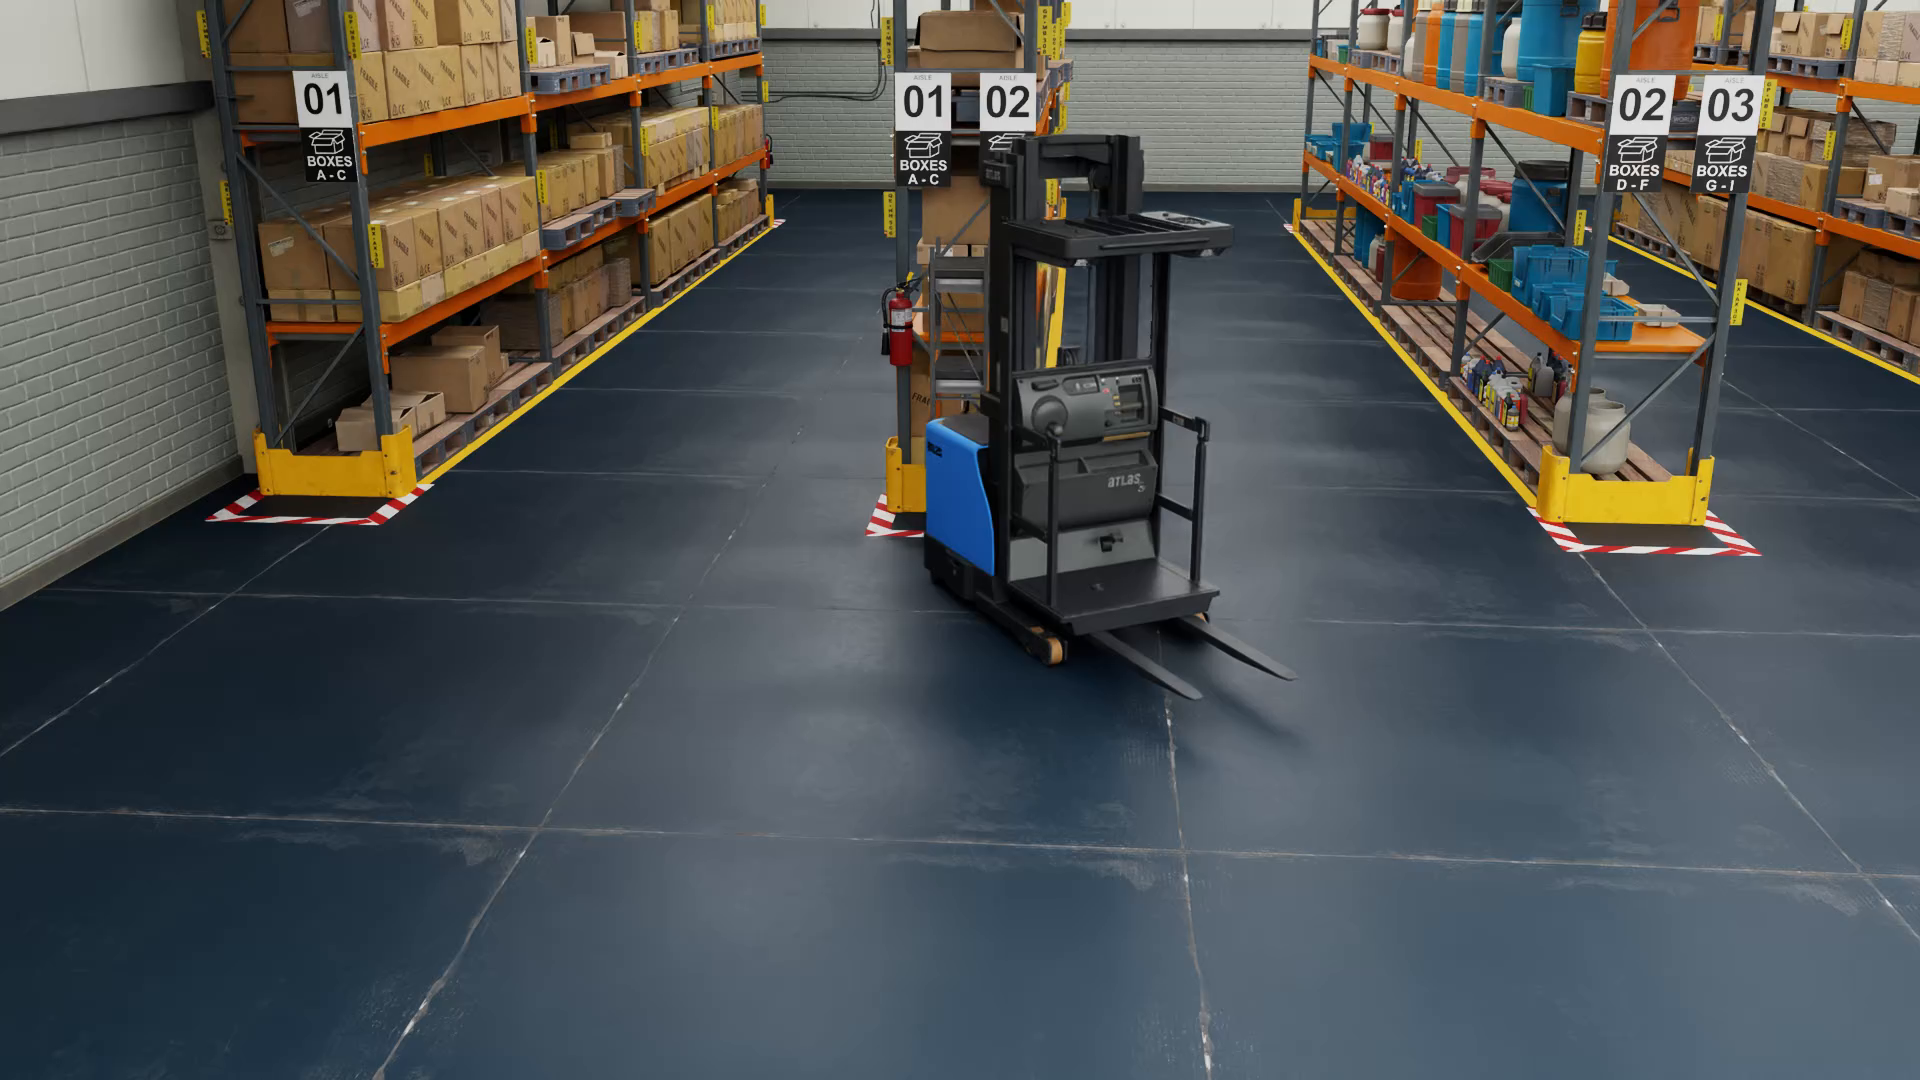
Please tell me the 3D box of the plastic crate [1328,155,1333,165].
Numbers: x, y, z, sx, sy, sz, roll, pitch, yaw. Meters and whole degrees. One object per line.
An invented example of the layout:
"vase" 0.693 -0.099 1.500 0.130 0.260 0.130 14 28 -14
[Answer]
"plastic crate" 5.650 -5.552 24.394 0.437 0.125 0.590 1 18 4

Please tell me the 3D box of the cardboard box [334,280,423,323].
"cardboard box" -4.553 -1.877 13.044 0.500 0.250 0.500 1 18 2

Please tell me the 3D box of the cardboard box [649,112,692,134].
"cardboard box" -3.905 -5.608 22.347 0.500 0.250 0.500 2 18 5

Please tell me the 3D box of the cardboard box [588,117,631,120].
"cardboard box" -4.476 -5.301 21.408 0.500 0.250 0.500 1 18 3

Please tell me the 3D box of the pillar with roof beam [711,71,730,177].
"pillar with roof beam" -0.133 -10.376 29.139 9.100 9.000 0.400 1 18 4

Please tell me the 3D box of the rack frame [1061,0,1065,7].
"rack frame" 1.184 -9.505 26.480 1.000 3.000 0.127 1 18 4

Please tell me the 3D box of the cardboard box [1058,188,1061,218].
"cardboard box" 1.391 -5.501 27.203 0.500 0.500 0.500 1 18 4

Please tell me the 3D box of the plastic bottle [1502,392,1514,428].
"plastic bottle" 4.662 -1.109 14.145 0.061 0.283 0.133 2 18 5

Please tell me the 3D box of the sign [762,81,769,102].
"sign" -3.217 -7.410 27.481 0.100 0.325 0.005 1 18 4

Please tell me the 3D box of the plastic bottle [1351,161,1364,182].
"plastic bottle" 5.398 -4.993 22.541 0.152 0.276 0.135 1 18 4

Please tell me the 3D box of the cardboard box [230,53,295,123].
"cardboard box" -5.127 -3.412 12.510 0.500 0.500 0.500 3 18 8

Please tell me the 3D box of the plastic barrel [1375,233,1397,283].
"plastic barrel" 5.650 -3.615 21.336 0.600 0.588 0.708 1 18 4

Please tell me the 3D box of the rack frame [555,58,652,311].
"rack frame" -4.331 -4.279 20.165 1.000 3.000 0.127 1 18 4

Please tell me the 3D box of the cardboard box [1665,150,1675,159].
"cardboard box" 10.619 -5.722 24.332 0.500 0.250 0.500 2 18 5

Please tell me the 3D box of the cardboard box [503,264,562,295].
"cardboard box" -4.553 -2.780 17.694 0.500 0.250 0.500 1 18 3

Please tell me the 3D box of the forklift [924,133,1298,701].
"forklift" 0.856 -0.817 9.709 1.130 2.935 3.031 -9 20 -25

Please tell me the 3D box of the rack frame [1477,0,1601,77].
"rack frame" 5.264 -5.667 14.765 1.000 3.000 0.127 1 18 4

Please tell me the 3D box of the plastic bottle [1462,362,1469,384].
"plastic bottle" 4.797 -1.574 15.698 0.097 0.201 0.097 0 18 0

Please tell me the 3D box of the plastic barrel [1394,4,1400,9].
"plastic barrel" 5.974 -6.727 21.841 0.600 0.588 0.600 0 18 0

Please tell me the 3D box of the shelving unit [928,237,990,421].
"shelving unit" 0.012 -1.049 11.753 0.431 2.100 0.503 1 18 4

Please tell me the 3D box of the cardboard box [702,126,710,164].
"cardboard box" -3.826 -5.571 23.437 0.500 0.500 0.500 1 18 3

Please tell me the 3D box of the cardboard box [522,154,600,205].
"cardboard box" -4.422 -4.002 18.453 0.700 0.500 0.500 1 18 4

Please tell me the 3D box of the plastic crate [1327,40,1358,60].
"plastic crate" 5.657 -7.230 24.545 0.437 0.282 0.530 1 18 4

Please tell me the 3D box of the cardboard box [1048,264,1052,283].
"cardboard box" 0.818 -3.161 19.594 0.500 0.311 0.500 2 18 5

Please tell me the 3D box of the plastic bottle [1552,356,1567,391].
"plastic bottle" 5.491 -1.500 15.231 0.144 0.351 0.185 0 18 1

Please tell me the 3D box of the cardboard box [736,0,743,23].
"cardboard box" -3.613 -8.171 25.426 0.500 0.500 0.500 0 18 1

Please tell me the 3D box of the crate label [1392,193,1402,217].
"crate label" 5.147 -3.856 19.143 0.303 0.233 0.416 1 18 4

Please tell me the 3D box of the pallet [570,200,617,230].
"pallet" -4.432 -3.572 18.316 1.003 0.211 1.213 1 18 4

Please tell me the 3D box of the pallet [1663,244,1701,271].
"pallet" 10.910 -4.099 24.094 1.003 0.211 1.213 1 18 4

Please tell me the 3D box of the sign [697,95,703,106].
"sign" -4.310 -7.227 27.644 0.100 0.325 0.005 1 18 4

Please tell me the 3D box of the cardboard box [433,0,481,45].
"cardboard box" -4.439 -4.500 14.223 0.500 0.500 0.500 1 18 2

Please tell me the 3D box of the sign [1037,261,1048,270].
"sign" 0.590 -2.120 12.058 0.100 0.325 0.005 1 18 4

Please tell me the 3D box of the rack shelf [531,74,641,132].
"rack shelf" -4.474 -4.742 17.915 1.077 0.370 4.000 1 18 4

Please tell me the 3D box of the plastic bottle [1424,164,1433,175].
"plastic bottle" 6.019 -4.642 21.352 0.144 0.351 0.185 1 18 4

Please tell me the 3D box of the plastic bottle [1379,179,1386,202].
"plastic bottle" 5.211 -4.300 20.434 0.097 0.271 0.097 0 18 0

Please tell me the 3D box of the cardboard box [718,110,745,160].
"cardboard box" -3.889 -6.285 25.805 0.980 0.700 0.700 0 18 1

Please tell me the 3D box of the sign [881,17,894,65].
"sign" -0.503 -3.510 11.706 0.100 0.325 0.005 1 18 4

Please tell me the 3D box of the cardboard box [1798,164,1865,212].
"cardboard box" 10.279 -4.154 19.622 0.500 0.500 0.500 2 18 6

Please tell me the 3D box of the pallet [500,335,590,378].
"pallet" -4.563 -1.954 17.546 1.003 0.211 1.213 1 18 4

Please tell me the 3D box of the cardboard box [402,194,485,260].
"cardboard box" -4.457 -2.705 14.365 0.500 0.500 0.500 2 18 6

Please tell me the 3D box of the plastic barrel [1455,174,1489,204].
"plastic barrel" 5.690 -3.787 18.483 0.421 0.512 0.421 0 18 0

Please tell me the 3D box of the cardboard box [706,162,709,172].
"cardboard box" -3.786 -5.300 23.653 0.380 0.149 0.250 1 18 4

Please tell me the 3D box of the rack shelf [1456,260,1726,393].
"rack shelf" 5.121 -1.853 13.915 1.077 0.370 4.000 1 18 4

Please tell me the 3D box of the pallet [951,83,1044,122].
"pallet" 0.113 -3.288 12.464 1.003 0.211 1.213 1 18 4

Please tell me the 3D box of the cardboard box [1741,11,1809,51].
"cardboard box" 10.746 -6.682 21.846 0.700 0.500 0.500 2 18 5

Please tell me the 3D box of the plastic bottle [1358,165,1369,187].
"plastic bottle" 5.358 -4.819 22.011 0.152 0.276 0.135 1 18 4

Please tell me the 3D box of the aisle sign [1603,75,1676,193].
"aisle sign" 4.676 -2.793 11.455 0.394 0.787 0.004 1 18 4

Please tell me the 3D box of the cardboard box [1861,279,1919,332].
"cardboard box" 10.436 -2.588 18.311 0.700 0.500 0.500 0 18 -1

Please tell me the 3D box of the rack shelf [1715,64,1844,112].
"rack shelf" 10.634 -5.652 20.694 1.077 0.370 4.000 1 18 4

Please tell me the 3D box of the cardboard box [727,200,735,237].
"cardboard box" -3.849 -4.919 25.458 0.700 0.500 0.500 1 18 3

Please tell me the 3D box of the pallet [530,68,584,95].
"pallet" -4.467 -4.562 16.514 1.213 0.211 1.003 1 18 4

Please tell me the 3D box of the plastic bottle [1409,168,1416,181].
"plastic bottle" 5.917 -4.723 21.725 0.097 0.271 0.097 0 18 0

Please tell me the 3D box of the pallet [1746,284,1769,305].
"pallet" 10.713 -3.243 21.483 1.003 0.211 1.213 1 18 4

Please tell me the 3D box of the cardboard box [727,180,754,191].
"cardboard box" -3.553 -5.741 26.924 0.380 0.149 0.250 2 18 5
